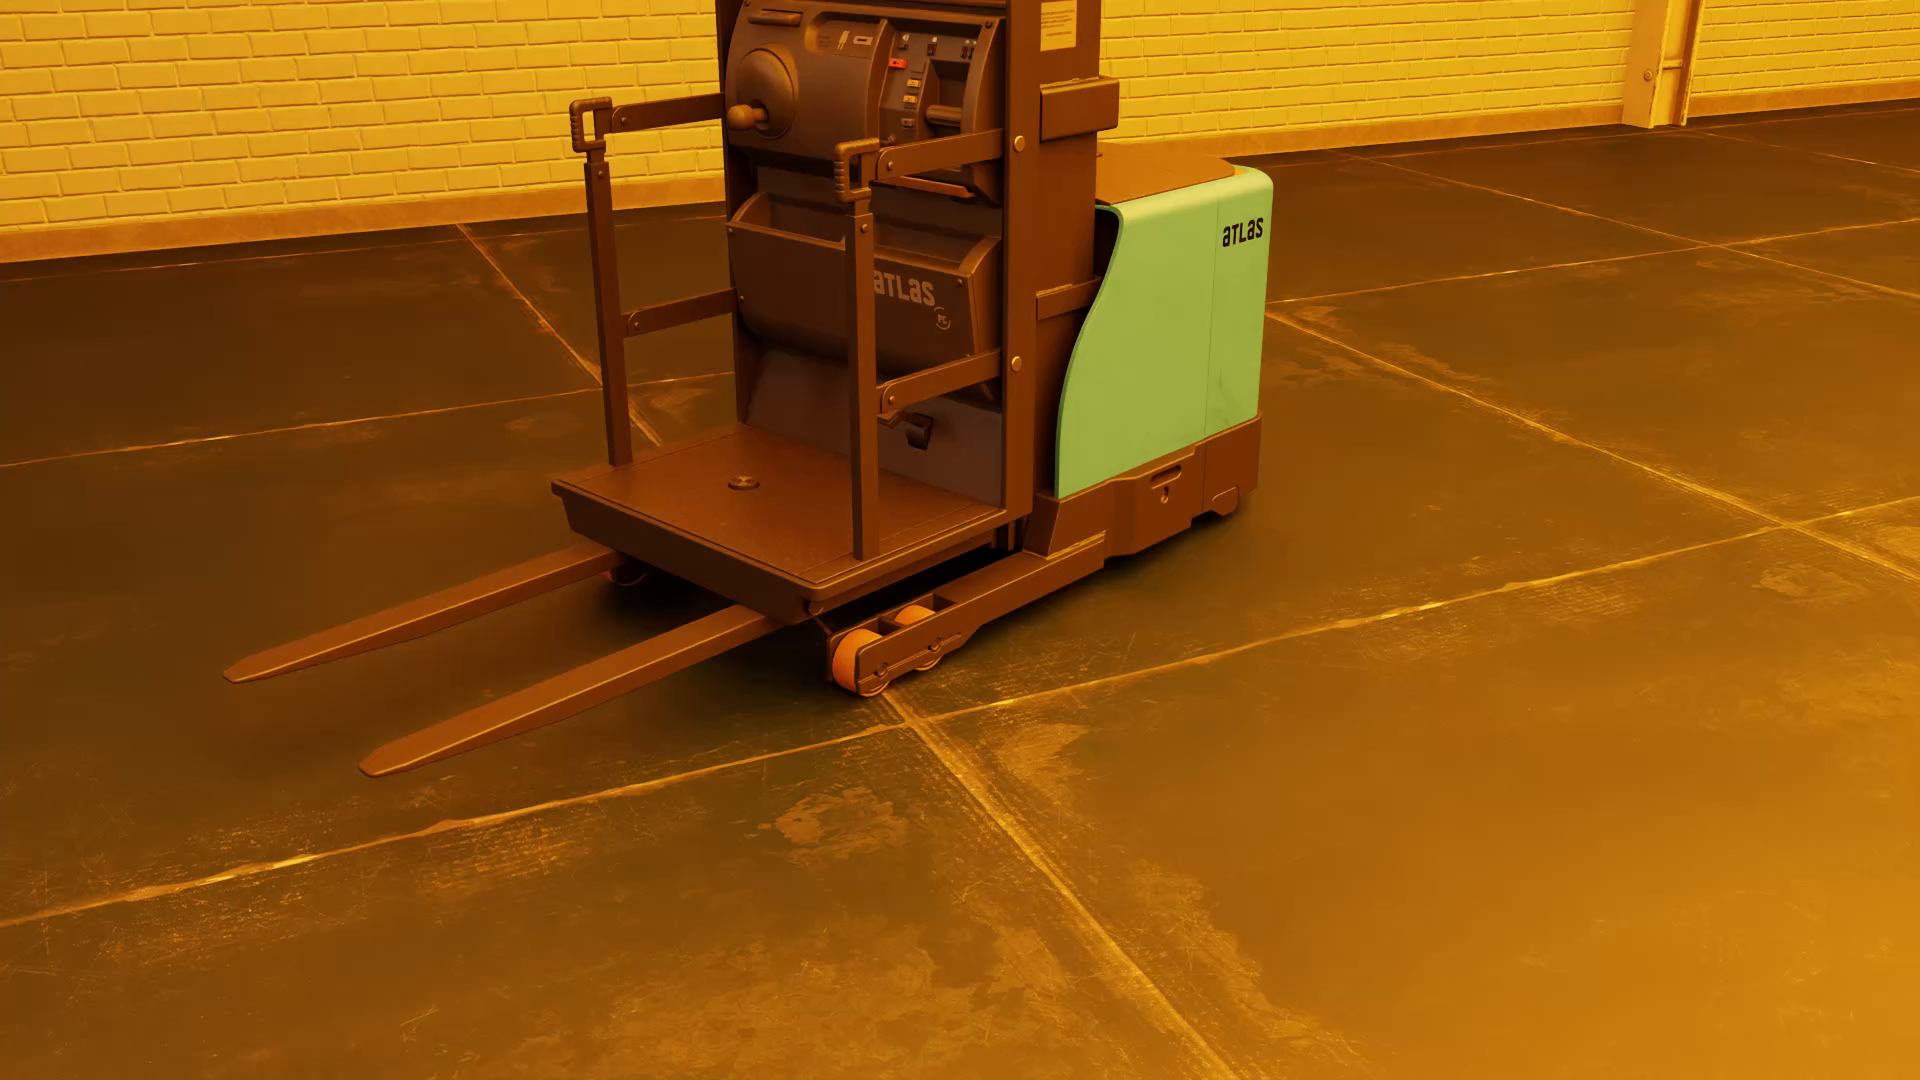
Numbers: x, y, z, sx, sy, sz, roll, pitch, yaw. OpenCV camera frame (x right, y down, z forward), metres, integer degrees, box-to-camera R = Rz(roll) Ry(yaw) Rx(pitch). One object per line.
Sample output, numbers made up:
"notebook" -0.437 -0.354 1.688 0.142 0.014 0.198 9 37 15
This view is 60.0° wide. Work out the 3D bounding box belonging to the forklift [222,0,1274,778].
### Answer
"forklift" -0.413 -1.182 4.131 1.130 2.935 3.031 19 29 39
